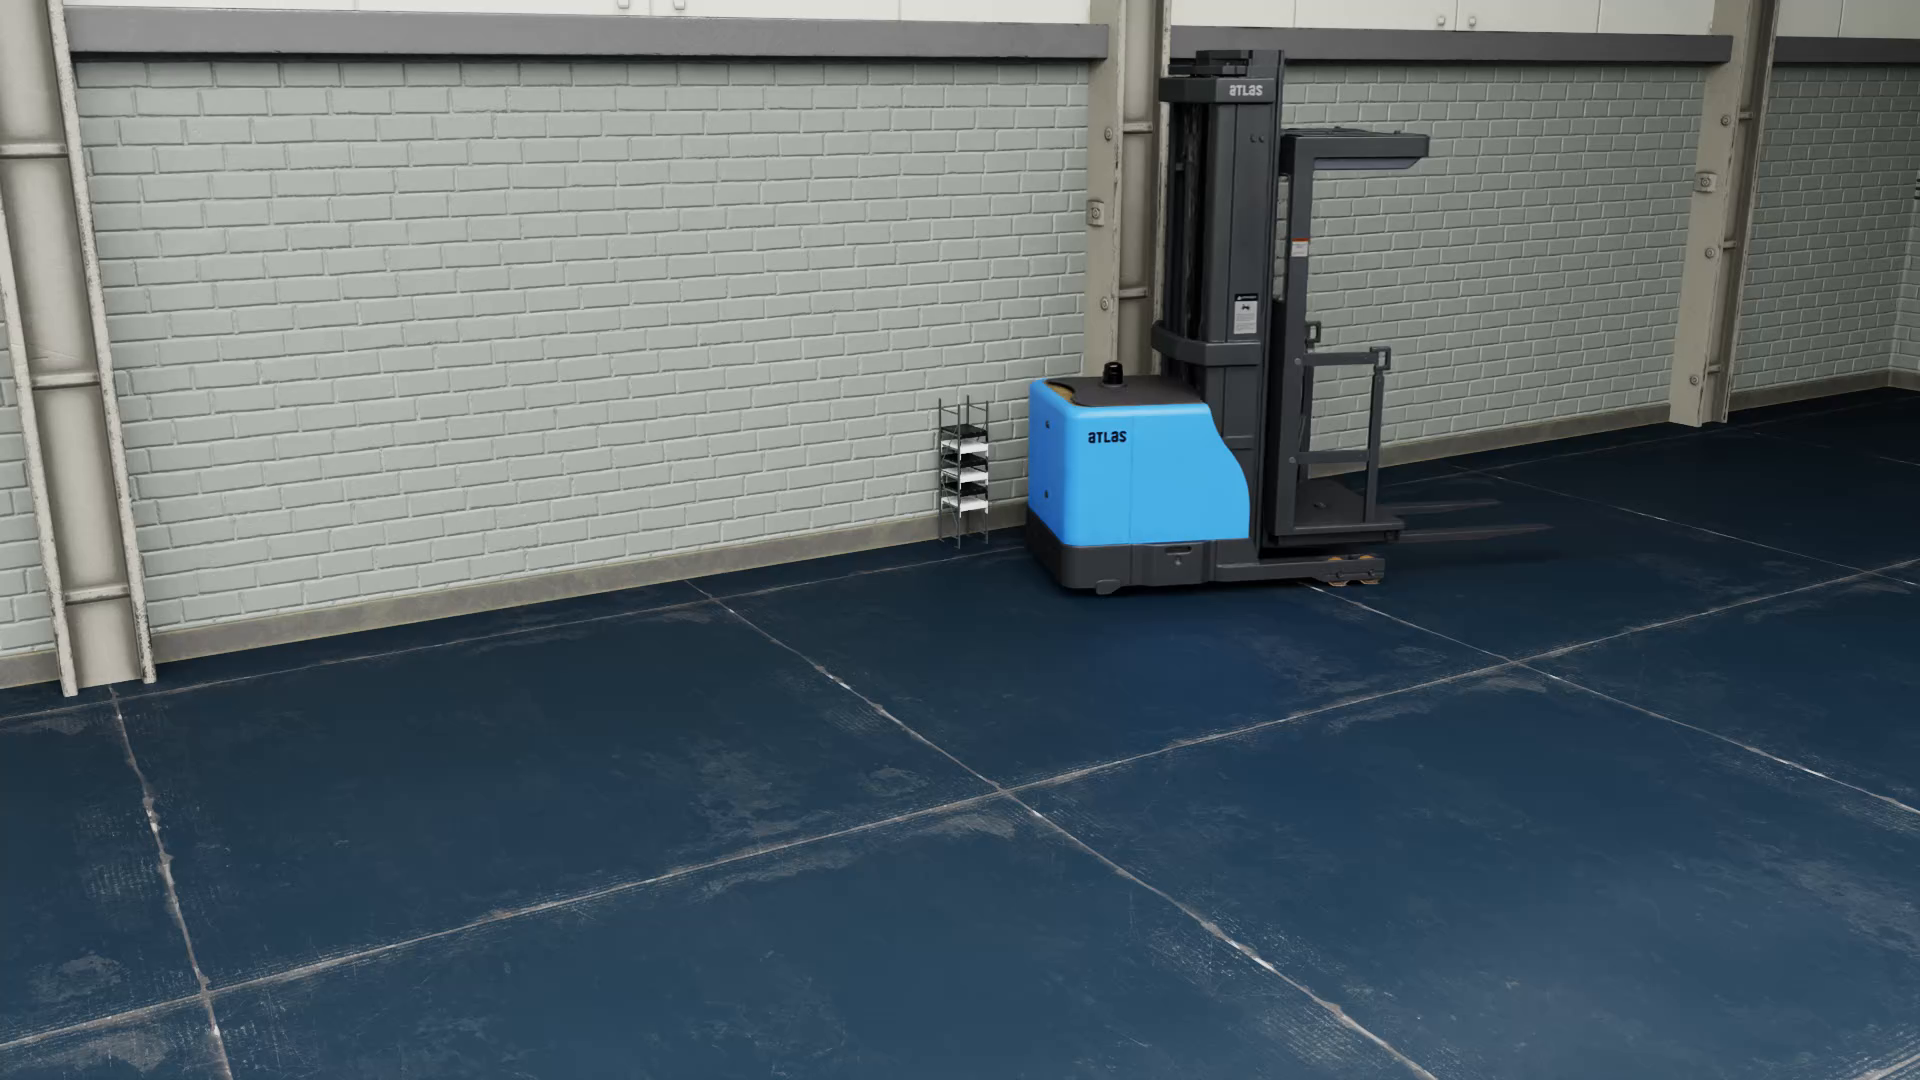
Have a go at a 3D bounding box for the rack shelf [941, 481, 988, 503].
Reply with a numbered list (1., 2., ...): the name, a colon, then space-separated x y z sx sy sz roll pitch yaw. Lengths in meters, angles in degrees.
1. rack shelf: 0.021 -0.303 10.278 0.200 0.077 0.258 -10 18 -31

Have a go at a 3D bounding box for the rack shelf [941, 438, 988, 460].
1. rack shelf: 0.021 -0.562 10.205 0.200 0.077 0.258 -10 18 -31

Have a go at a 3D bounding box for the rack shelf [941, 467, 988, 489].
1. rack shelf: 0.021 -0.389 10.254 0.200 0.077 0.258 -10 18 -31

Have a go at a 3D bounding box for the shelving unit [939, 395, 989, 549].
1. shelving unit: 0.021 -0.421 10.245 0.210 0.900 0.258 -10 18 -31

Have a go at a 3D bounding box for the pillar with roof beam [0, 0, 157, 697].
1. pillar with roof beam: -1.887 -2.665 3.244 0.400 9.000 9.100 -9 18 -30

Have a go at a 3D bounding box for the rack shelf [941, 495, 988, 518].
1. rack shelf: 0.021 -0.216 10.303 0.200 0.077 0.258 -10 18 -31

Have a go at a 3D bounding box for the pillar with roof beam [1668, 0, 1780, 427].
1. pillar with roof beam: 8.400 -4.333 9.195 0.400 9.000 9.100 -9 18 -30

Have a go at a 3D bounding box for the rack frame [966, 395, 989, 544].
1. rack frame: 0.107 -0.436 10.297 0.006 0.900 0.240 -10 18 -31

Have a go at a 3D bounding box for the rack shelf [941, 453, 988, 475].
1. rack shelf: 0.021 -0.476 10.229 0.200 0.077 0.258 -10 18 -31

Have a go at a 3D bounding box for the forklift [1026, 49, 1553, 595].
1. forklift: 1.965 -1.282 9.553 3.031 2.935 1.130 -3 16 -10

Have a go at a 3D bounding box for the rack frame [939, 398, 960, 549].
1. rack frame: -0.065 -0.407 10.193 0.006 0.900 0.240 -10 18 -31

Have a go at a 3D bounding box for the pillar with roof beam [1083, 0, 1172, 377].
1. pillar with roof beam: 3.257 -3.499 6.220 0.400 9.000 9.100 -9 18 -30

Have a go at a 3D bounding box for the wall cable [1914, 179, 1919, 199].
1. wall cable: 9.389 -3.937 13.537 0.112 2.526 3.097 -9 18 -30

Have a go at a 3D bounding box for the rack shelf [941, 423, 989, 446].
1. rack shelf: 0.021 -0.649 10.181 0.200 0.077 0.258 -10 18 -31
